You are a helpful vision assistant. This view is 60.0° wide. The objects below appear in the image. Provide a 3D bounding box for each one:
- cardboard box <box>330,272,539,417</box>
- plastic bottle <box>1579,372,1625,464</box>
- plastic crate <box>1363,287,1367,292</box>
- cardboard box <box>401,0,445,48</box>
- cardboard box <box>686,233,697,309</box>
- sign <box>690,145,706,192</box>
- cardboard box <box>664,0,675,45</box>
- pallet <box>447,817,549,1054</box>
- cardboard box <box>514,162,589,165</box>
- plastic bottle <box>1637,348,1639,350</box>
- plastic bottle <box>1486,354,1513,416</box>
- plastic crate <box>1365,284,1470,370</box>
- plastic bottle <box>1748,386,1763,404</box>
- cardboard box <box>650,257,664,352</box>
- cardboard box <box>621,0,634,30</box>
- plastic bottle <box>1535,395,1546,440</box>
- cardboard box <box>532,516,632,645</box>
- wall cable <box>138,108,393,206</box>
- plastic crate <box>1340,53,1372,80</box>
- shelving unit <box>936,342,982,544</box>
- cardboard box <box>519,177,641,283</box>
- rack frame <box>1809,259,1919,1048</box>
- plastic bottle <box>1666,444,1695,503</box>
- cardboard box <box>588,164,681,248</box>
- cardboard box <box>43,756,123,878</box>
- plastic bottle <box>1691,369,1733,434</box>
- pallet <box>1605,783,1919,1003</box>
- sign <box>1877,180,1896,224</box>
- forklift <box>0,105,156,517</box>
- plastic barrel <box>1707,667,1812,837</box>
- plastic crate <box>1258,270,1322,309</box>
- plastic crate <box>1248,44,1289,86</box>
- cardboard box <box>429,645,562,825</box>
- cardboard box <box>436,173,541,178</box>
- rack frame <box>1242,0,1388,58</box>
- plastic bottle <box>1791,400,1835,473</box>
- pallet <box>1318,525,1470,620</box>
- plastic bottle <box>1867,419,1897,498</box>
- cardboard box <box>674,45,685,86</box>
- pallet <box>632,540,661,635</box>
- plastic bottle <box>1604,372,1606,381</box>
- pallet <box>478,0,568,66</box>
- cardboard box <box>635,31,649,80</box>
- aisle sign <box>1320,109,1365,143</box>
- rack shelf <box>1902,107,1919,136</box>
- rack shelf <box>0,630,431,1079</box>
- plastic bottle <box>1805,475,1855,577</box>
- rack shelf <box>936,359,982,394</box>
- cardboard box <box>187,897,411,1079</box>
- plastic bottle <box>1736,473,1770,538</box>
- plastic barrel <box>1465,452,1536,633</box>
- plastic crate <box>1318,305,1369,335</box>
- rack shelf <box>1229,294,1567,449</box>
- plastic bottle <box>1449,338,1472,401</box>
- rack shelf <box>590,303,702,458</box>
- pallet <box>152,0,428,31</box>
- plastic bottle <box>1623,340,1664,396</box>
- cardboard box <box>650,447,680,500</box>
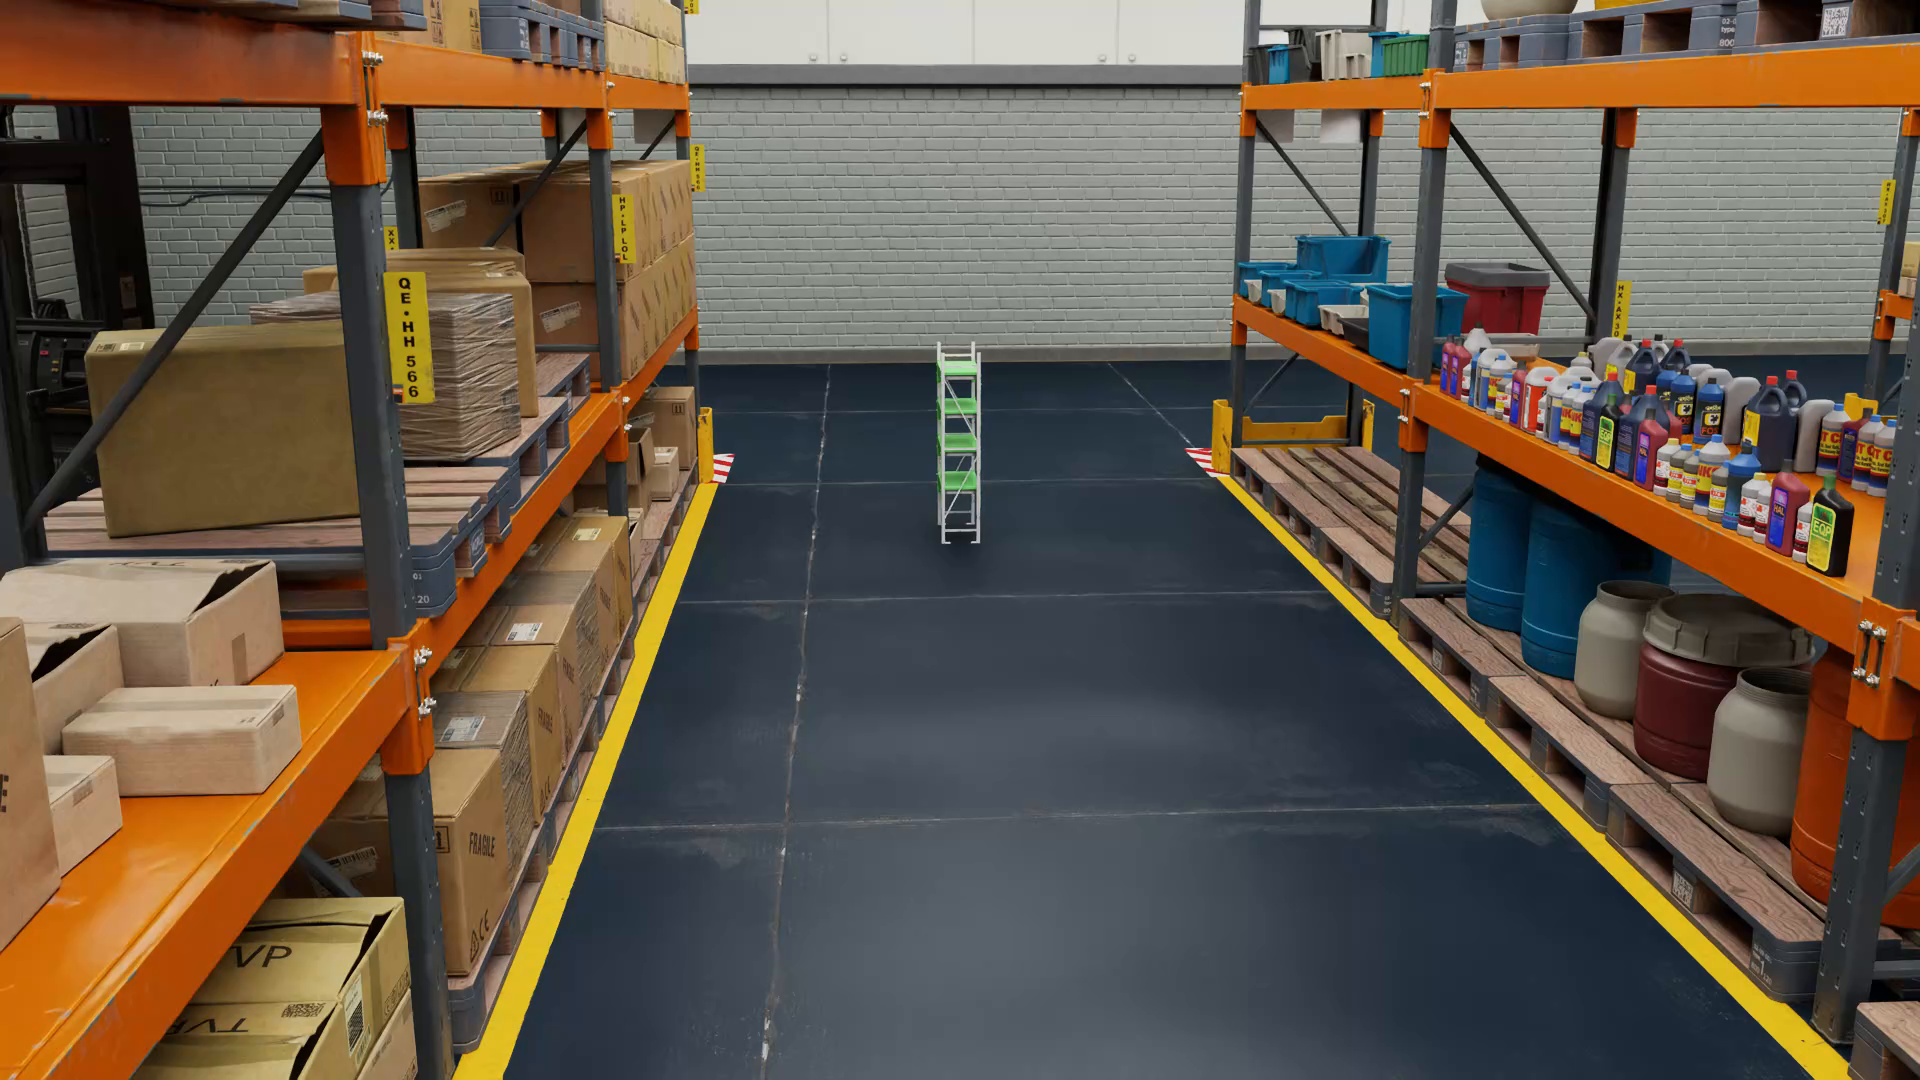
[{"bbox_3d":[-1.997,-0.739,6.334,0.700,0.500,0.500,-5,15,-18],"label":"cardboard box"},{"bbox_3d":[2.514,-0.480,6.470,0.144,0.351,0.185,-1,14,-3],"label":"plastic bottle"},{"bbox_3d":[2.763,-1.625,11.230,0.396,0.136,0.243,-1,14,-3],"label":"plastic crate"},{"bbox_3d":[-2.013,-1.666,4.763,0.910,0.500,0.500,-1,14,-3],"label":"cardboard box"},{"bbox_3d":[-2.117,-1.861,11.540,0.500,0.500,0.500,0,14,-2],"label":"cardboard box"},{"bbox_3d":[-1.861,-2.638,11.800,0.100,0.325,0.005,-1,14,-3],"label":"sign"},{"bbox_3d":[-2.099,-3.294,10.587,0.500,0.250,0.500,-1,14,-3],"label":"cardboard box"},{"bbox_3d":[-1.929,1.234,5.308,1.003,0.211,1.213,-1,14,-3],"label":"pallet"},{"bbox_3d":[-2.612,-2.208,10.883,0.500,0.500,0.500,-1,14,-3],"label":"cardboard box"},{"bbox_3d":[3.145,-0.757,7.697,0.152,0.276,0.135,-1,14,-3],"label":"plastic bottle"},{"bbox_3d":[2.427,-0.697,7.475,0.097,0.271,0.097,0,14,0],"label":"plastic bottle"},{"bbox_3d":[2.406,-1.133,8.822,0.392,0.384,0.575,-1,14,-3],"label":"plastic crate"},{"bbox_3d":[3.181,-0.476,6.613,0.097,0.271,0.097,0,14,0],"label":"plastic bottle"},{"bbox_3d":[-1.992,-1.356,9.578,0.500,0.500,0.500,-1,14,-4],"label":"cardboard box"},{"bbox_3d":[-1.983,-2.797,8.654,0.500,0.250,0.500,-1,14,-3],"label":"cardboard box"},{"bbox_3d":[2.461,-0.524,6.942,0.097,0.201,0.097,0,14,0],"label":"plastic bottle"},{"bbox_3d":[-1.852,0.190,7.900,0.500,0.500,0.500,-1,14,-4],"label":"cardboard box"},{"bbox_3d":[-7.354,-4.656,16.796,3.097,2.526,0.112,-1,14,-3],"label":"wall cable"},{"bbox_3d":[2.317,-2.636,9.262,0.293,0.136,0.466,-1,14,-3],"label":"plastic crate"},{"bbox_3d":[-0.010,-0.622,10.537,0.258,1.200,0.503,-1,14,-3],"label":"shelving unit"},{"bbox_3d":[-1.917,-1.580,8.438,0.500,0.500,0.500,-1,14,-2],"label":"cardboard box"},{"bbox_3d":[3.023,-0.006,4.530,1.000,3.000,0.127,-1,14,-3],"label":"rack frame"},{"bbox_3d":[2.533,-0.236,5.821,0.097,0.201,0.097,0,14,0],"label":"plastic bottle"},{"bbox_3d":[-2.045,-2.092,10.429,0.500,0.500,0.500,0,14,-2],"label":"cardboard box"},{"bbox_3d":[-1.785,0.507,3.039,0.380,0.149,0.250,0,14,1],"label":"cardboard box"},{"bbox_3d":[3.185,-0.598,7.080,0.152,0.276,0.135,-1,14,-3],"label":"plastic bottle"},{"bbox_3d":[2.933,1.149,5.637,1.003,0.211,1.213,-1,14,-3],"label":"pallet"},{"bbox_3d":[6.917,-2.523,12.415,0.100,0.325,0.005,-1,14,-3],"label":"sign"},{"bbox_3d":[-4.750,-0.892,8.111,1.130,2.935,3.031,3,15,12],"label":"forklift"},{"bbox_3d":[2.852,0.735,5.800,0.421,0.512,0.421,0,14,0],"label":"plastic barrel"},{"bbox_3d":[2.255,-1.713,11.382,0.416,0.233,0.300,-1,14,-3],"label":"plastic crate"},{"bbox_3d":[2.273,-3.285,11.517,0.497,0.269,0.590,-1,14,-3],"label":"plastic crate"},{"bbox_3d":[-1.728,0.694,5.941,0.500,0.500,0.500,-1,14,-4],"label":"cardboard box"},{"bbox_3d":[-2.493,-1.707,8.934,0.500,0.500,0.500,-1,14,-5],"label":"cardboard box"},{"bbox_3d":[2.528,-4.901,11.515,1.000,3.000,0.127,-1,14,-3],"label":"rack frame"},{"bbox_3d":[3.233,-0.403,6.324,0.152,0.276,0.135,-1,14,-3],"label":"plastic bottle"},{"bbox_3d":[2.691,0.167,9.452,1.003,0.211,1.213,-1,14,-3],"label":"pallet"},{"bbox_3d":[3.288,-0.291,5.897,0.097,0.271,0.097,0,14,0],"label":"plastic bottle"},{"bbox_3d":[-2.121,-3.176,11.134,0.500,0.250,0.500,-1,14,-3],"label":"cardboard box"},{"bbox_3d":[-2.210,0.254,9.114,1.003,0.211,1.213,-1,14,-3],"label":"pallet"},{"bbox_3d":[3.022,-0.714,7.681,0.097,0.201,0.097,0,14,0],"label":"plastic bottle"},{"bbox_3d":[-2.131,-1.866,6.116,1.213,0.211,1.003,-1,14,-3],"label":"pallet"},{"bbox_3d":[-2.008,-2.679,9.200,0.500,0.250,0.500,-1,14,-3],"label":"cardboard box"},{"bbox_3d":[2.816,-3.277,12.026,0.394,0.787,0.004,-1,14,-3],"label":"aisle sign"},{"bbox_3d":[7.595,-2.679,10.343,1.077,0.370,4.000,-1,14,-3],"label":"rack shelf"},{"bbox_3d":[-1.797,0.915,2.393,1.077,0.370,4.000,-1,14,-3],"label":"rack shelf"},{"bbox_3d":[2.573,-0.044,4.910,0.061,0.283,0.133,-1,14,-3],"label":"plastic bottle"},{"bbox_3d":[-0.010,-1.025,10.433,0.258,0.148,0.480,-1,14,-3],"label":"rack shelf"},{"bbox_3d":[-1.642,1.053,3.965,0.500,0.311,0.500,-1,14,-2],"label":"cardboard box"},{"bbox_3d":[2.563,-0.114,5.350,0.097,0.201,0.097,0,14,0],"label":"plastic bottle"},{"bbox_3d":[2.792,-0.052,8.079,0.600,0.901,0.708,-1,14,-3],"label":"plastic barrel"},{"bbox_3d":[2.368,-1.331,10.087,0.293,0.136,0.466,-1,14,-3],"label":"plastic crate"},{"bbox_3d":[2.652,-1.150,10.419,1.077,0.370,4.000,-1,14,-3],"label":"rack shelf"},{"bbox_3d":[2.381,-0.813,7.902,0.061,0.283,0.133,-1,14,-3],"label":"plastic bottle"},{"bbox_3d":[-2.292,-1.074,10.126,1.077,0.370,4.000,-1,14,-3],"label":"rack shelf"},{"bbox_3d":[-1.789,-1.124,3.236,1.213,0.211,1.003,0,14,-1],"label":"pallet"},{"bbox_3d":[3.027,-0.705,7.347,0.144,0.351,0.185,-1,14,-3],"label":"plastic bottle"},{"bbox_3d":[-2.108,-0.433,10.826,0.500,0.250,0.500,-1,14,-3],"label":"cardboard box"}]
